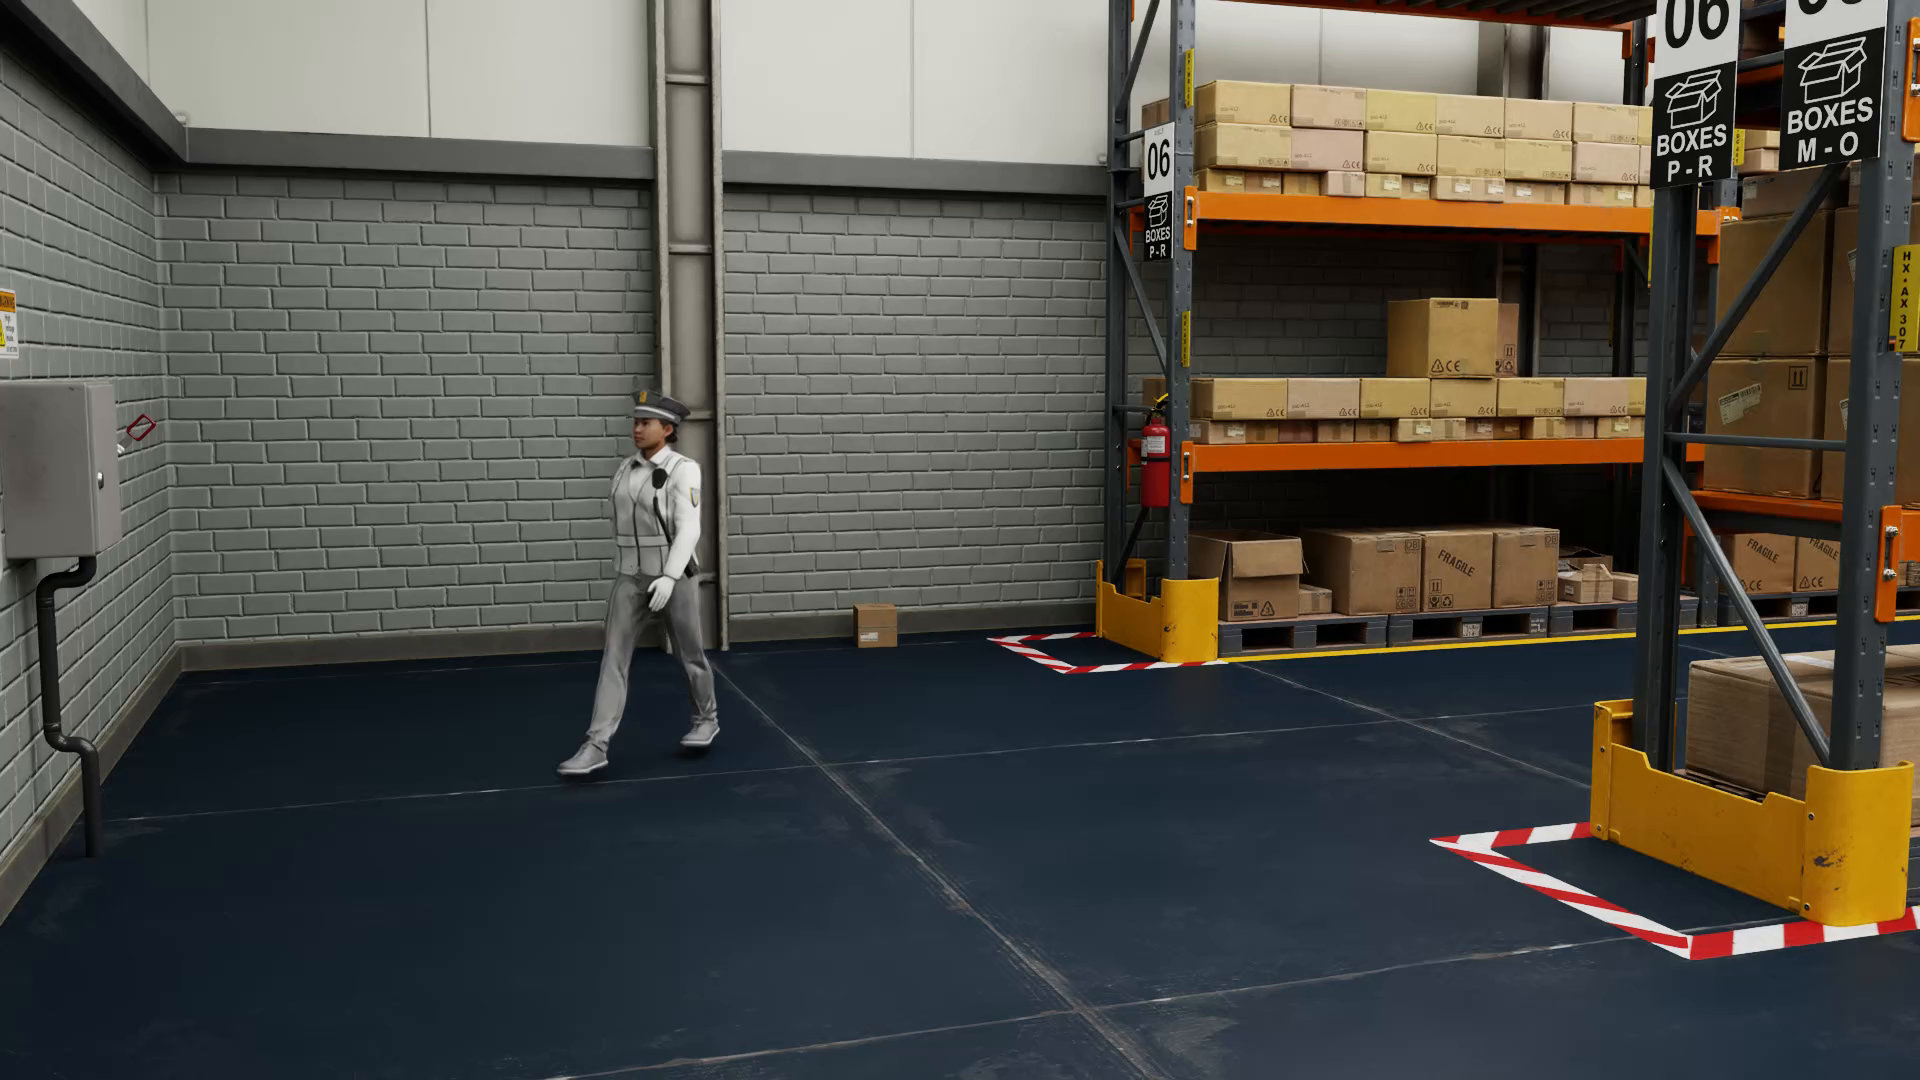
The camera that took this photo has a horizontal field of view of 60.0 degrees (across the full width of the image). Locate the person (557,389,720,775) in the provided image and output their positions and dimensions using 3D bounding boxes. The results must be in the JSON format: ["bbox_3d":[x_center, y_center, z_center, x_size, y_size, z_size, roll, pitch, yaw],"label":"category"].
[{"bbox_3d":[-1.363,0.160,7.226,0.494,1.629,1.015,2,6,22],"label":"person"}]
